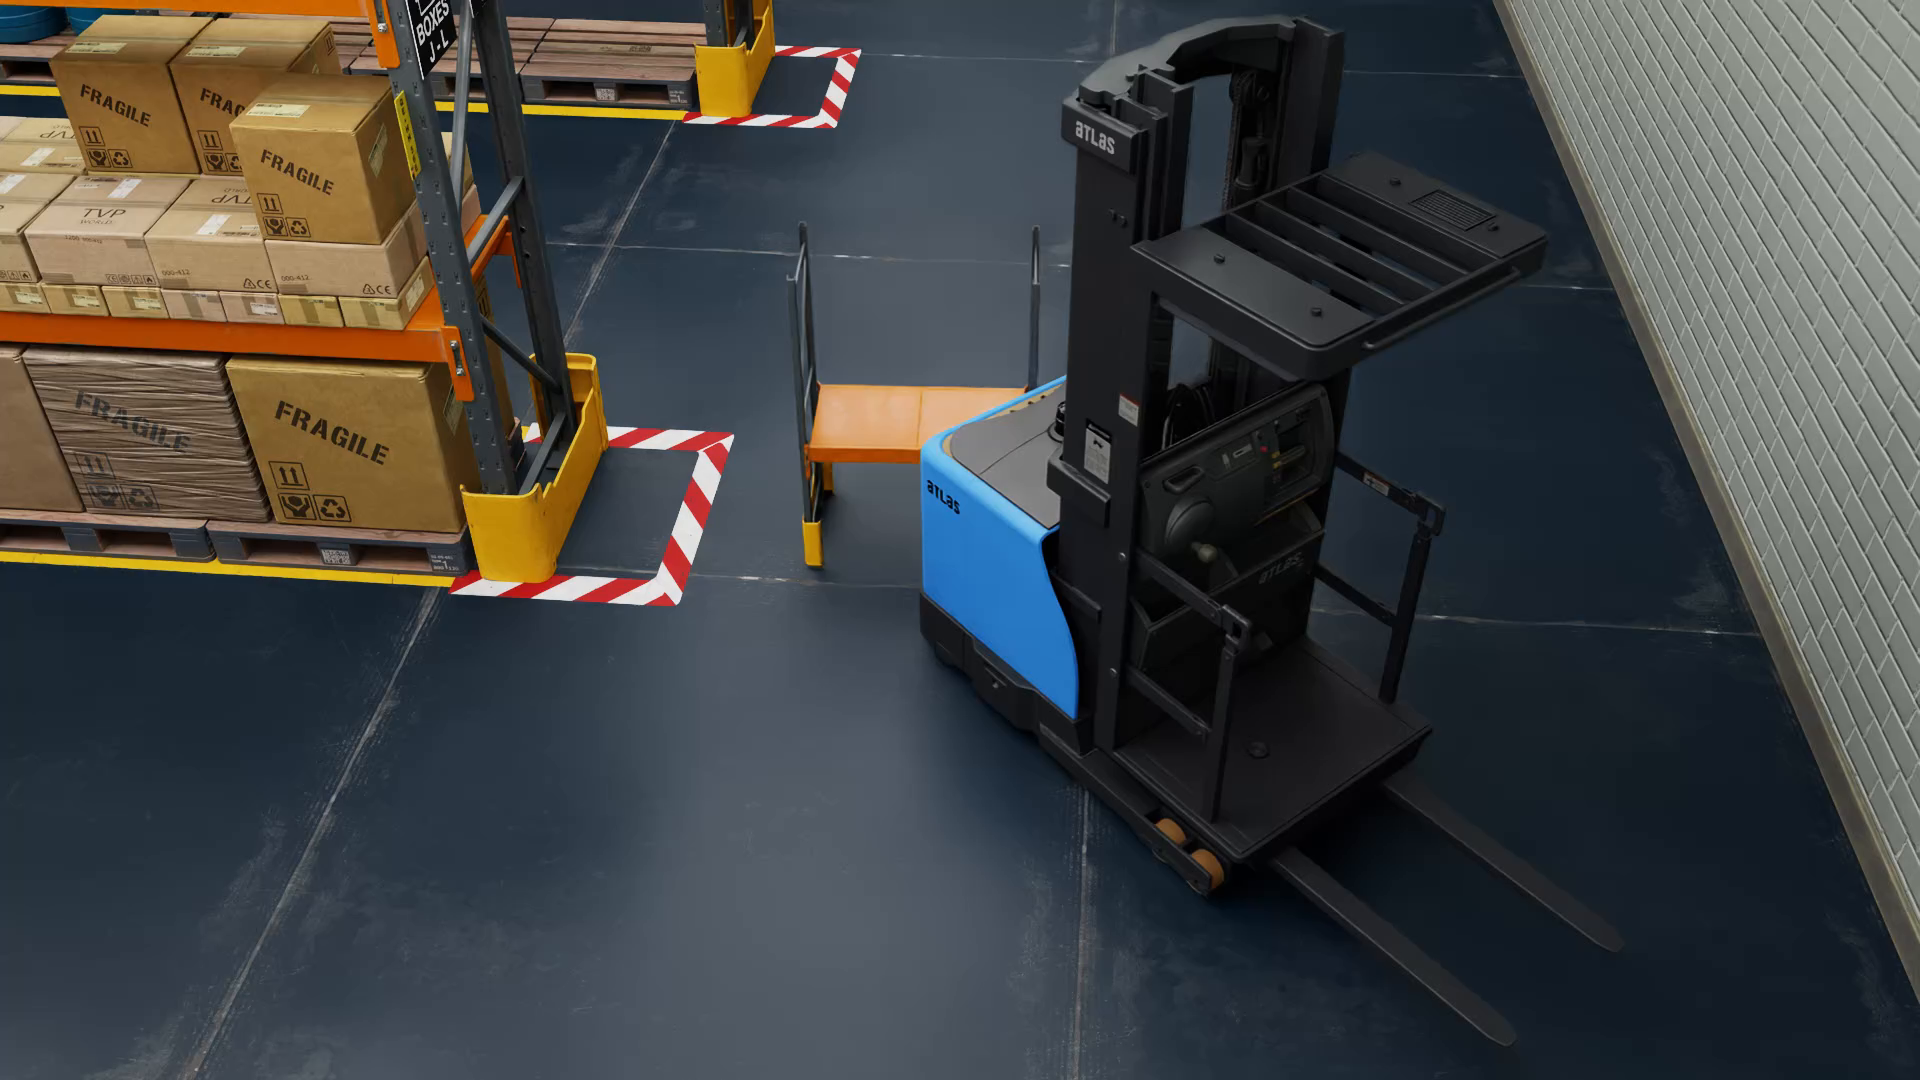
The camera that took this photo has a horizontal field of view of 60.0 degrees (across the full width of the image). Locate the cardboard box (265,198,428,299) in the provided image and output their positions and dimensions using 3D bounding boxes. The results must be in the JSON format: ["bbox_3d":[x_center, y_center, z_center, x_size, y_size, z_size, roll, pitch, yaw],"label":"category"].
[{"bbox_3d":[-2.545,-1.255,6.969,0.500,0.250,0.500,3,39,3],"label":"cardboard box"}]

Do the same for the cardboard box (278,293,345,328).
[{"bbox_3d":[-2.682,-1.066,7.053,0.250,0.149,0.380,4,39,4],"label":"cardboard box"}]

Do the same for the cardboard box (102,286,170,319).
[{"bbox_3d":[-3.440,-1.108,7.104,0.250,0.149,0.380,2,39,3],"label":"cardboard box"}]

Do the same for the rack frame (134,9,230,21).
[{"bbox_3d":[-5.597,-4.671,11.283,0.127,3.000,1.000,3,39,4],"label":"rack frame"}]

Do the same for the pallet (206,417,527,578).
[{"bbox_3d":[-2.843,-0.251,8.062,1.213,0.211,1.003,3,39,4],"label":"pallet"}]

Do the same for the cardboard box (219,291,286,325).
[{"bbox_3d":[-2.933,-1.081,7.071,0.250,0.149,0.380,3,39,4],"label":"cardboard box"}]

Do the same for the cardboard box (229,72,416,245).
[{"bbox_3d":[-2.547,-1.548,6.735,0.500,0.500,0.500,4,39,4],"label":"cardboard box"}]

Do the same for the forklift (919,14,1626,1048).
[{"bbox_3d":[1.132,-0.162,5.798,1.130,2.935,3.031,-27,46,-29],"label":"forklift"}]

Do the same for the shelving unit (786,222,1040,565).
[{"bbox_3d":[-0.176,-0.637,7.516,1.083,1.500,0.587,1,39,2],"label":"shelving unit"}]

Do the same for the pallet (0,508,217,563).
[{"bbox_3d":[-4.055,-0.319,8.146,1.213,0.211,1.003,3,39,4],"label":"pallet"}]

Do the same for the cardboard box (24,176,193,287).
[{"bbox_3d":[-3.557,-1.311,7.038,0.500,0.250,0.500,2,39,2],"label":"cardboard box"}]

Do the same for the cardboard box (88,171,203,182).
[{"bbox_3d":[-3.513,-1.645,7.449,0.500,0.250,0.500,2,39,2],"label":"cardboard box"}]

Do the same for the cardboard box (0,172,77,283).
[{"bbox_3d":[-4.077,-1.336,7.069,0.500,0.250,0.500,3,39,4],"label":"cardboard box"}]

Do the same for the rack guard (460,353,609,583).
[{"bbox_3d":[-2.015,-0.368,7.976,0.348,0.500,1.175,3,39,4],"label":"rack guard"}]

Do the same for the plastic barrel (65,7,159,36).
[{"bbox_3d":[-6.138,-4.061,11.863,0.708,0.901,0.600,3,39,4],"label":"plastic barrel"}]

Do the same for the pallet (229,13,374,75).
[{"bbox_3d":[-4.861,-3.574,12.144,1.213,0.211,1.003,3,39,4],"label":"pallet"}]

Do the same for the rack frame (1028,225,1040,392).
[{"bbox_3d":[0.323,-0.627,7.502,0.032,1.500,0.500,1,39,2],"label":"rack frame"}]

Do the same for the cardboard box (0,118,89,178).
[{"bbox_3d":[-4.033,-1.670,7.480,0.500,0.250,0.500,2,39,3],"label":"cardboard box"}]

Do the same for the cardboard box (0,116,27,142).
[{"bbox_3d":[-4.538,-1.700,7.516,0.500,0.250,0.500,4,39,5],"label":"cardboard box"}]

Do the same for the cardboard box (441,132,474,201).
[{"bbox_3d":[-2.494,-1.591,7.383,0.500,0.250,0.500,2,39,3],"label":"cardboard box"}]

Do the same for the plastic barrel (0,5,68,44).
[{"bbox_3d":[-6.843,-4.099,11.910,0.708,0.901,0.600,3,39,4],"label":"plastic barrel"}]

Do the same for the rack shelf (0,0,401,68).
[{"bbox_3d":[-4.032,-2.332,6.603,4.000,0.370,1.077,3,39,4],"label":"rack shelf"}]

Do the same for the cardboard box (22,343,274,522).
[{"bbox_3d":[-3.590,-0.711,7.769,0.875,0.875,0.875,3,39,4],"label":"cardboard box"}]

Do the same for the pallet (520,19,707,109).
[{"bbox_3d":[-2.430,-3.441,11.981,1.213,0.211,1.003,3,39,4],"label":"pallet"}]

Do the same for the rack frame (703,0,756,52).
[{"bbox_3d":[-1.612,-4.453,11.016,0.127,3.000,1.000,3,39,4],"label":"rack frame"}]

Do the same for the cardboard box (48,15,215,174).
[{"bbox_3d":[-3.509,-1.934,7.209,0.500,0.500,0.500,2,39,3],"label":"cardboard box"}]

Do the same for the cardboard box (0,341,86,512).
[{"bbox_3d":[-4.477,-0.760,7.828,0.875,0.875,0.875,3,39,4],"label":"cardboard box"}]

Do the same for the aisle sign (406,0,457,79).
[{"bbox_3d":[-1.993,-2.154,6.131,0.004,0.787,0.394,3,39,4],"label":"aisle sign"}]

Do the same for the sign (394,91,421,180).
[{"bbox_3d":[-2.100,-1.539,6.330,0.005,0.325,0.100,3,39,4],"label":"sign"}]

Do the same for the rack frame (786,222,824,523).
[{"bbox_3d":[-0.693,-0.649,7.529,0.032,1.500,0.500,1,39,2],"label":"rack frame"}]

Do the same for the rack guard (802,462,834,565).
[{"bbox_3d":[-0.673,-0.164,7.923,0.087,0.250,0.587,1,39,2],"label":"rack guard"}]

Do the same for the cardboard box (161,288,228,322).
[{"bbox_3d":[-3.181,-1.095,7.089,0.250,0.149,0.380,4,39,5],"label":"cardboard box"}]

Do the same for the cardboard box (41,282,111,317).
[{"bbox_3d":[-3.699,-1.122,7.121,0.250,0.149,0.380,3,39,4],"label":"cardboard box"}]

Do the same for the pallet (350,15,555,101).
[{"bbox_3d":[-3.642,-3.509,12.065,1.213,0.211,1.003,3,39,4],"label":"pallet"}]

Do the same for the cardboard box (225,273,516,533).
[{"bbox_3d":[-2.684,-0.662,7.708,0.875,0.875,0.875,3,39,4],"label":"cardboard box"}]

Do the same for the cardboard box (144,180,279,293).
[{"bbox_3d":[-3.050,-1.283,7.004,0.500,0.250,0.500,2,39,3],"label":"cardboard box"}]

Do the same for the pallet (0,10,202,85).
[{"bbox_3d":[-6.362,-3.658,12.247,1.213,0.211,1.003,3,39,4],"label":"pallet"}]

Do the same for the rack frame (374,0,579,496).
[{"bbox_3d":[-2.039,-1.338,7.189,0.127,3.000,1.000,3,39,4],"label":"rack frame"}]

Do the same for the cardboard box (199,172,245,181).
[{"bbox_3d":[-3.013,-1.616,7.412,0.500,0.250,0.500,3,39,3],"label":"cardboard box"}]

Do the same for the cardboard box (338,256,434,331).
[{"bbox_3d":[-2.422,-1.053,7.037,0.250,0.149,0.380,4,39,5],"label":"cardboard box"}]

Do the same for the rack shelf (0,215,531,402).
[{"bbox_3d":[-4.032,-1.168,7.549,4.000,0.370,1.077,3,39,4],"label":"rack shelf"}]

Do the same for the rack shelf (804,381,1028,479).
[{"bbox_3d":[-0.185,-0.498,7.629,1.000,0.185,0.538,1,39,2],"label":"rack shelf"}]

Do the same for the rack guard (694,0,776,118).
[{"bbox_3d":[-1.587,-3.491,11.813,0.348,0.500,1.175,3,39,4],"label":"rack guard"}]

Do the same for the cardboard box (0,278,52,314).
[{"bbox_3d":[-3.945,-1.137,7.140,0.250,0.149,0.380,4,39,5],"label":"cardboard box"}]

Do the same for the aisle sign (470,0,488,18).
[{"bbox_3d":[-1.942,-2.531,6.595,0.004,0.787,0.394,3,39,4],"label":"aisle sign"}]

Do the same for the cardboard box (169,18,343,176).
[{"bbox_3d":[-2.992,-1.910,7.179,0.500,0.500,0.500,2,39,3],"label":"cardboard box"}]

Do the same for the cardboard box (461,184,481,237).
[{"bbox_3d":[-2.365,-1.468,7.547,0.250,0.149,0.380,4,39,4],"label":"cardboard box"}]
